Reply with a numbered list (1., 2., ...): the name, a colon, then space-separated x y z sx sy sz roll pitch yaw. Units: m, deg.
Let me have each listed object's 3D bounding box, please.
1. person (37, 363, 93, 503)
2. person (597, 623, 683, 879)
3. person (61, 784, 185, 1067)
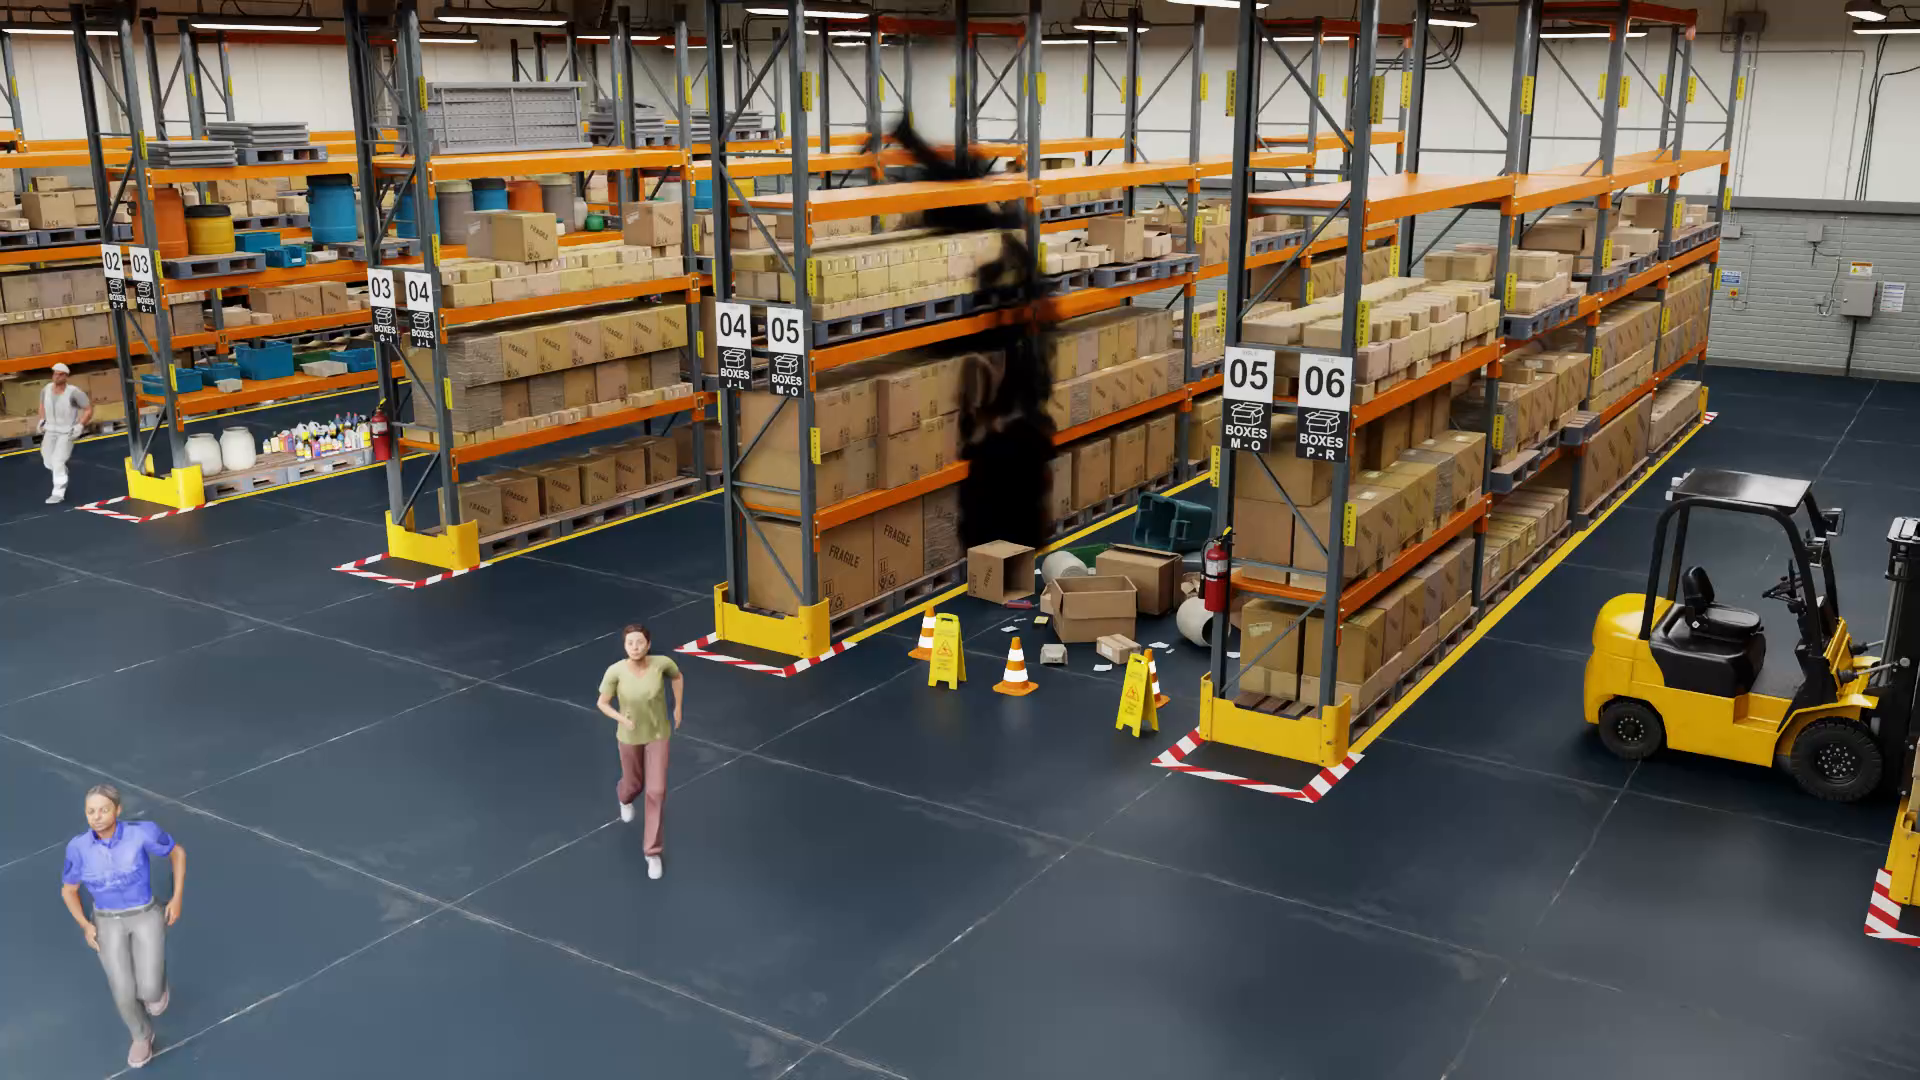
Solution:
1. person: -11.231 -1.372 20.902 0.703 1.737 0.680 0 16 0
2. person: -2.152 1.344 11.299 0.585 1.675 0.950 -4 16 -13
3. person: -4.436 2.058 8.878 0.589 1.606 0.609 -5 16 -16
